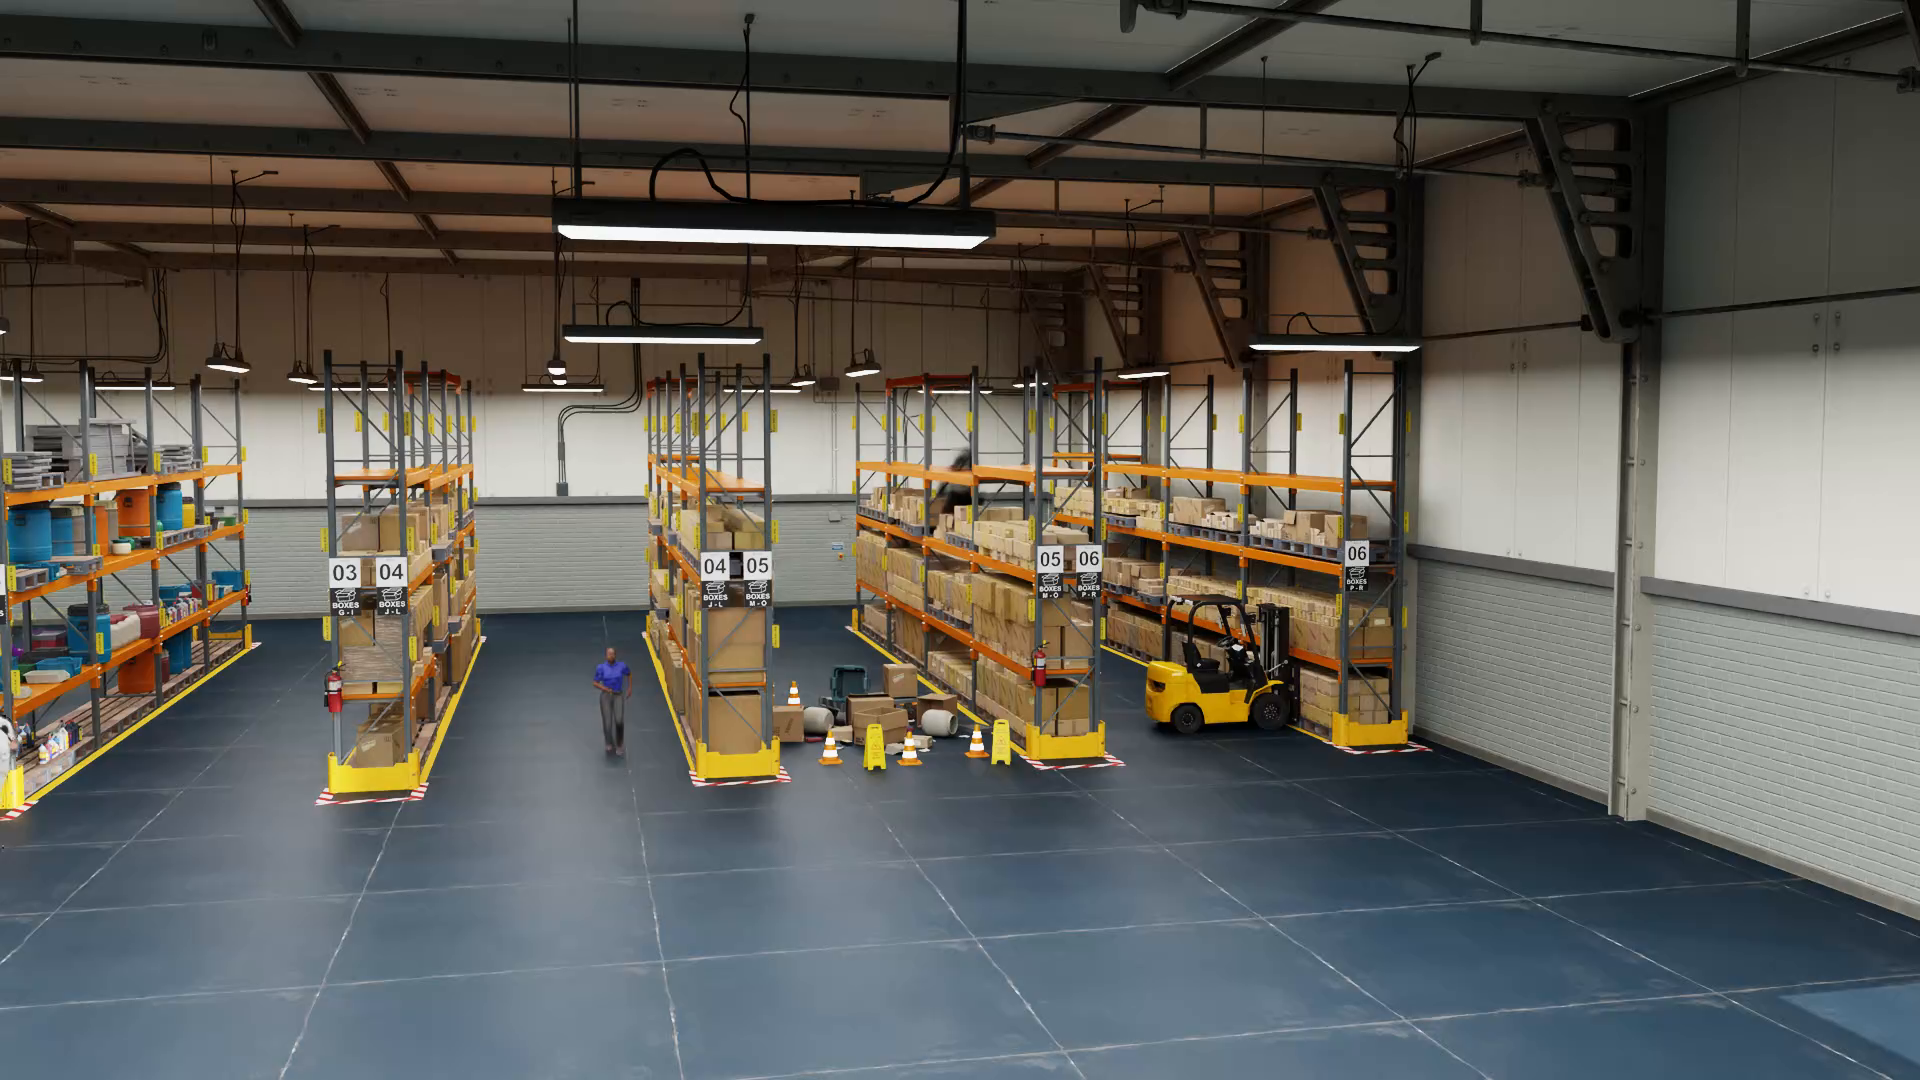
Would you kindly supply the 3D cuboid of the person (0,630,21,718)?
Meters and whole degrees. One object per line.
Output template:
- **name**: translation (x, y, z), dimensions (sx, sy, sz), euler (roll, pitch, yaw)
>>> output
- **person**: translation (-15.663, 2.265, 27.015), dimensions (0.700, 1.723, 0.582), euler (-1, 4, -12)

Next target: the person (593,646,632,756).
- **person**: translation (-5.235, 2.449, 25.130), dimensions (0.590, 1.695, 0.695), euler (-1, 4, -15)

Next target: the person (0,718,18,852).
- **person**: translation (-11.482, 2.749, 19.677), dimensions (0.805, 1.841, 0.637), euler (2, 4, 23)
